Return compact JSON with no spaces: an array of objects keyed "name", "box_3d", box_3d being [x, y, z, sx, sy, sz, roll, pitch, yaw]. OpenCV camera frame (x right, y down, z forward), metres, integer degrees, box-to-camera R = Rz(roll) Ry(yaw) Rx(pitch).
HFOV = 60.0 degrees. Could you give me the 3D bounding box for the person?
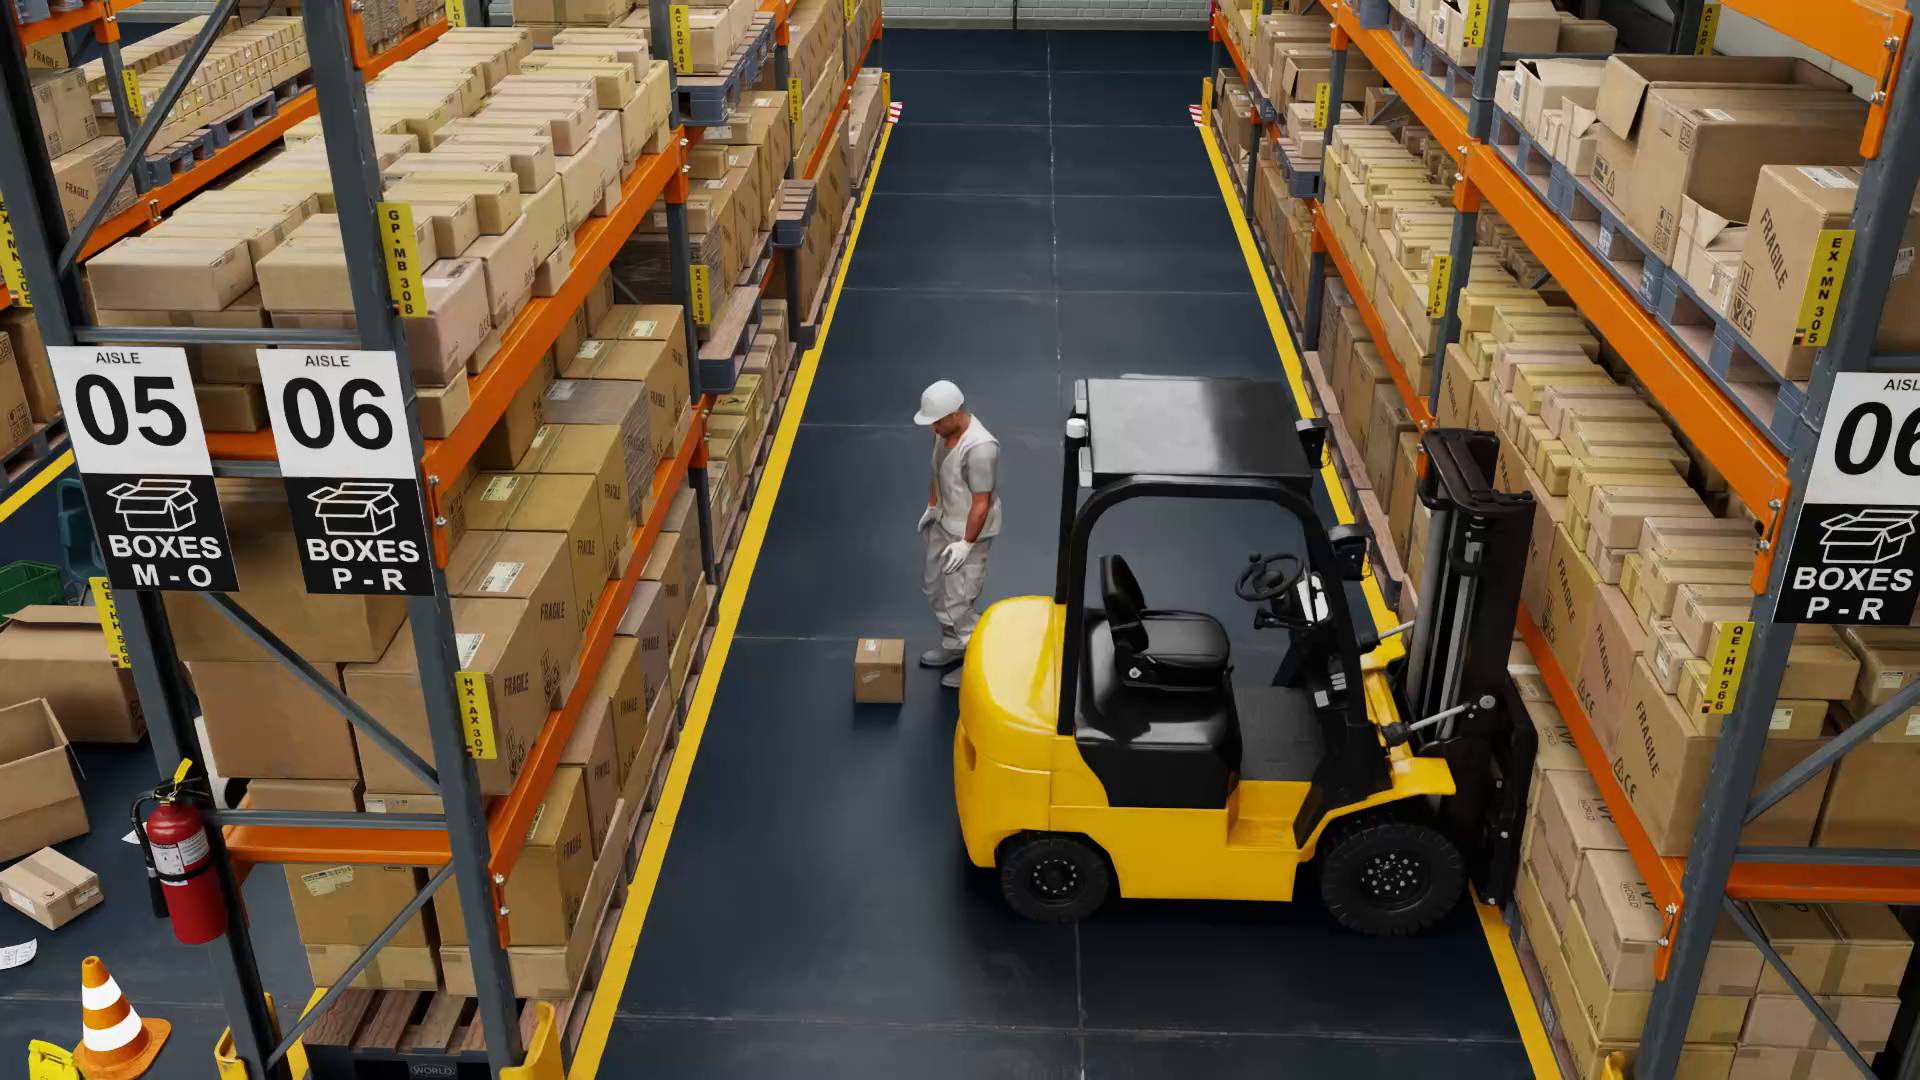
[{"name":"person","box_3d":[-0.017,-0.038,8.727,0.459,1.735,0.544,-13,30,-23]}]
